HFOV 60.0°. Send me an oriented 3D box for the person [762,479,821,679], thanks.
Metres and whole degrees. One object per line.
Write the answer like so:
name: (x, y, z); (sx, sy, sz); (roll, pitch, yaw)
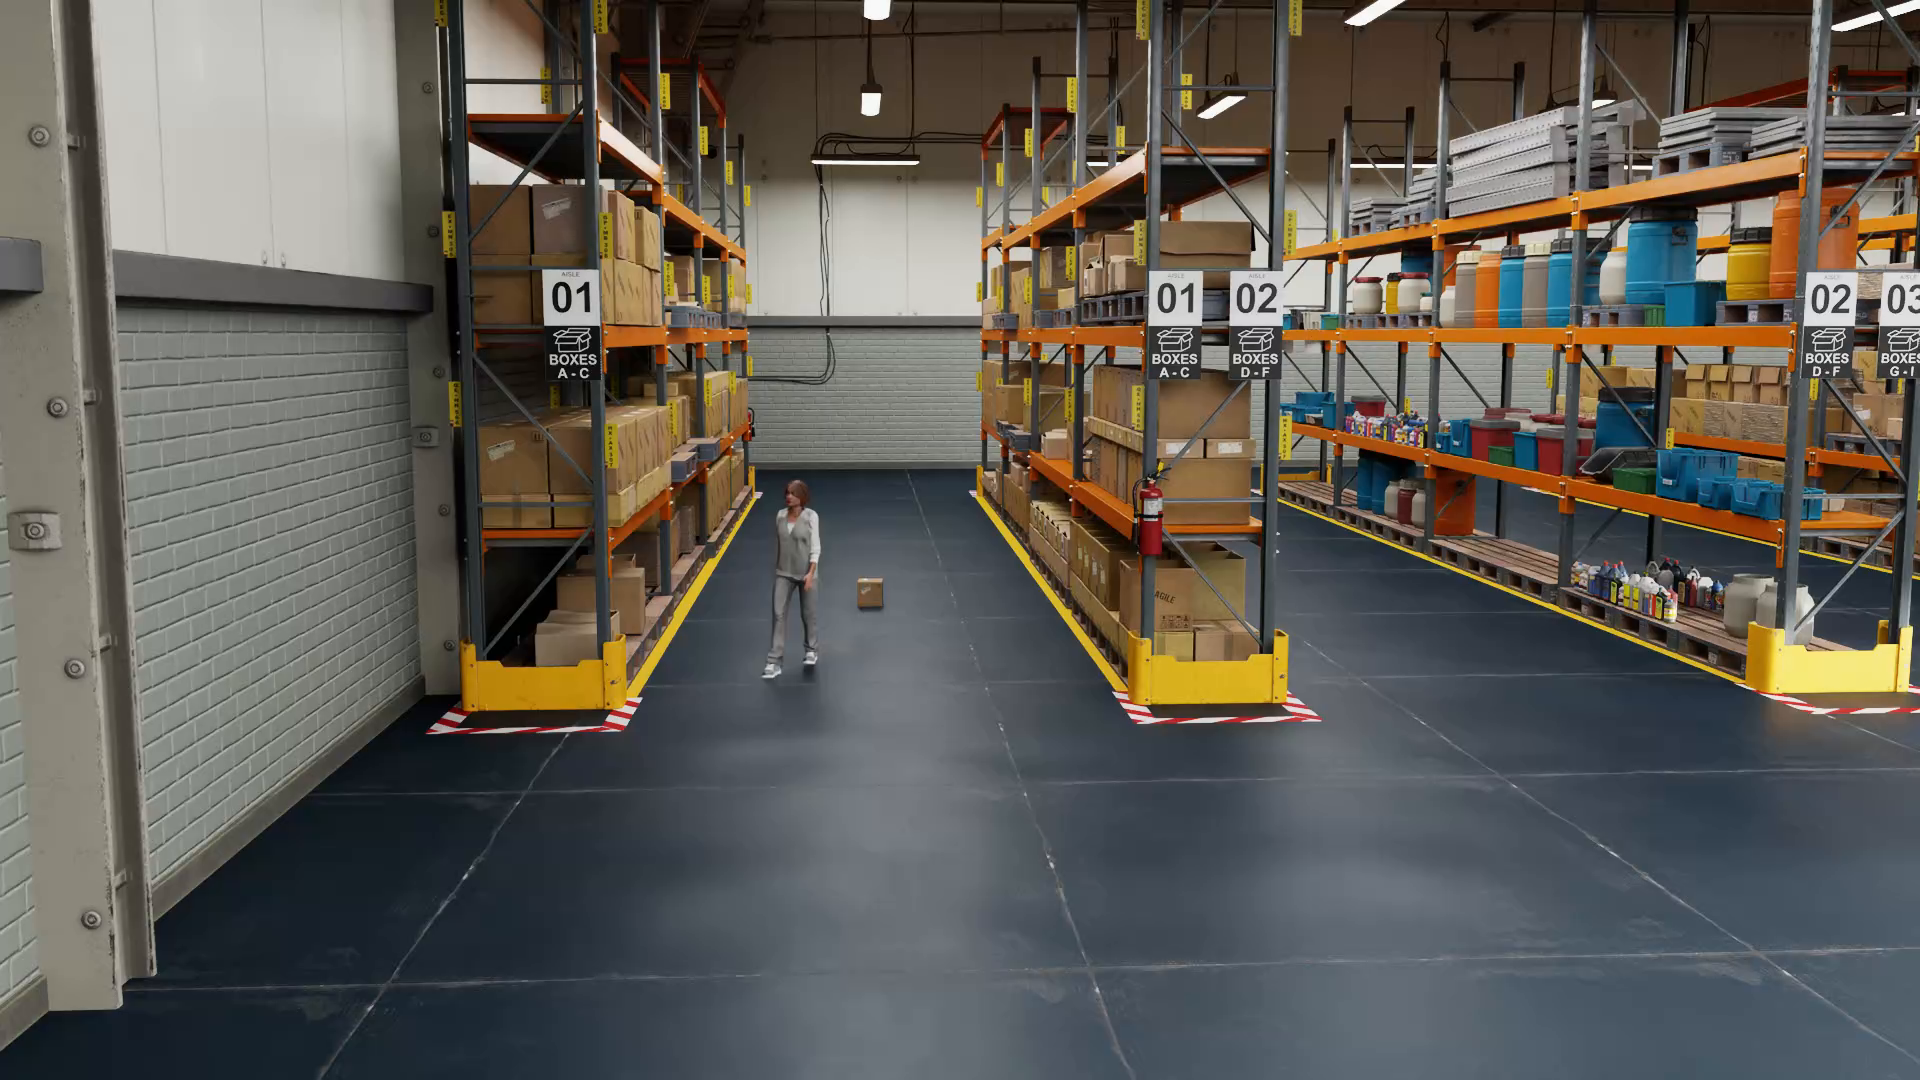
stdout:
person: (-1.321, 0.293, 13.334); (0.417, 1.543, 0.937); (1, 7, 11)
